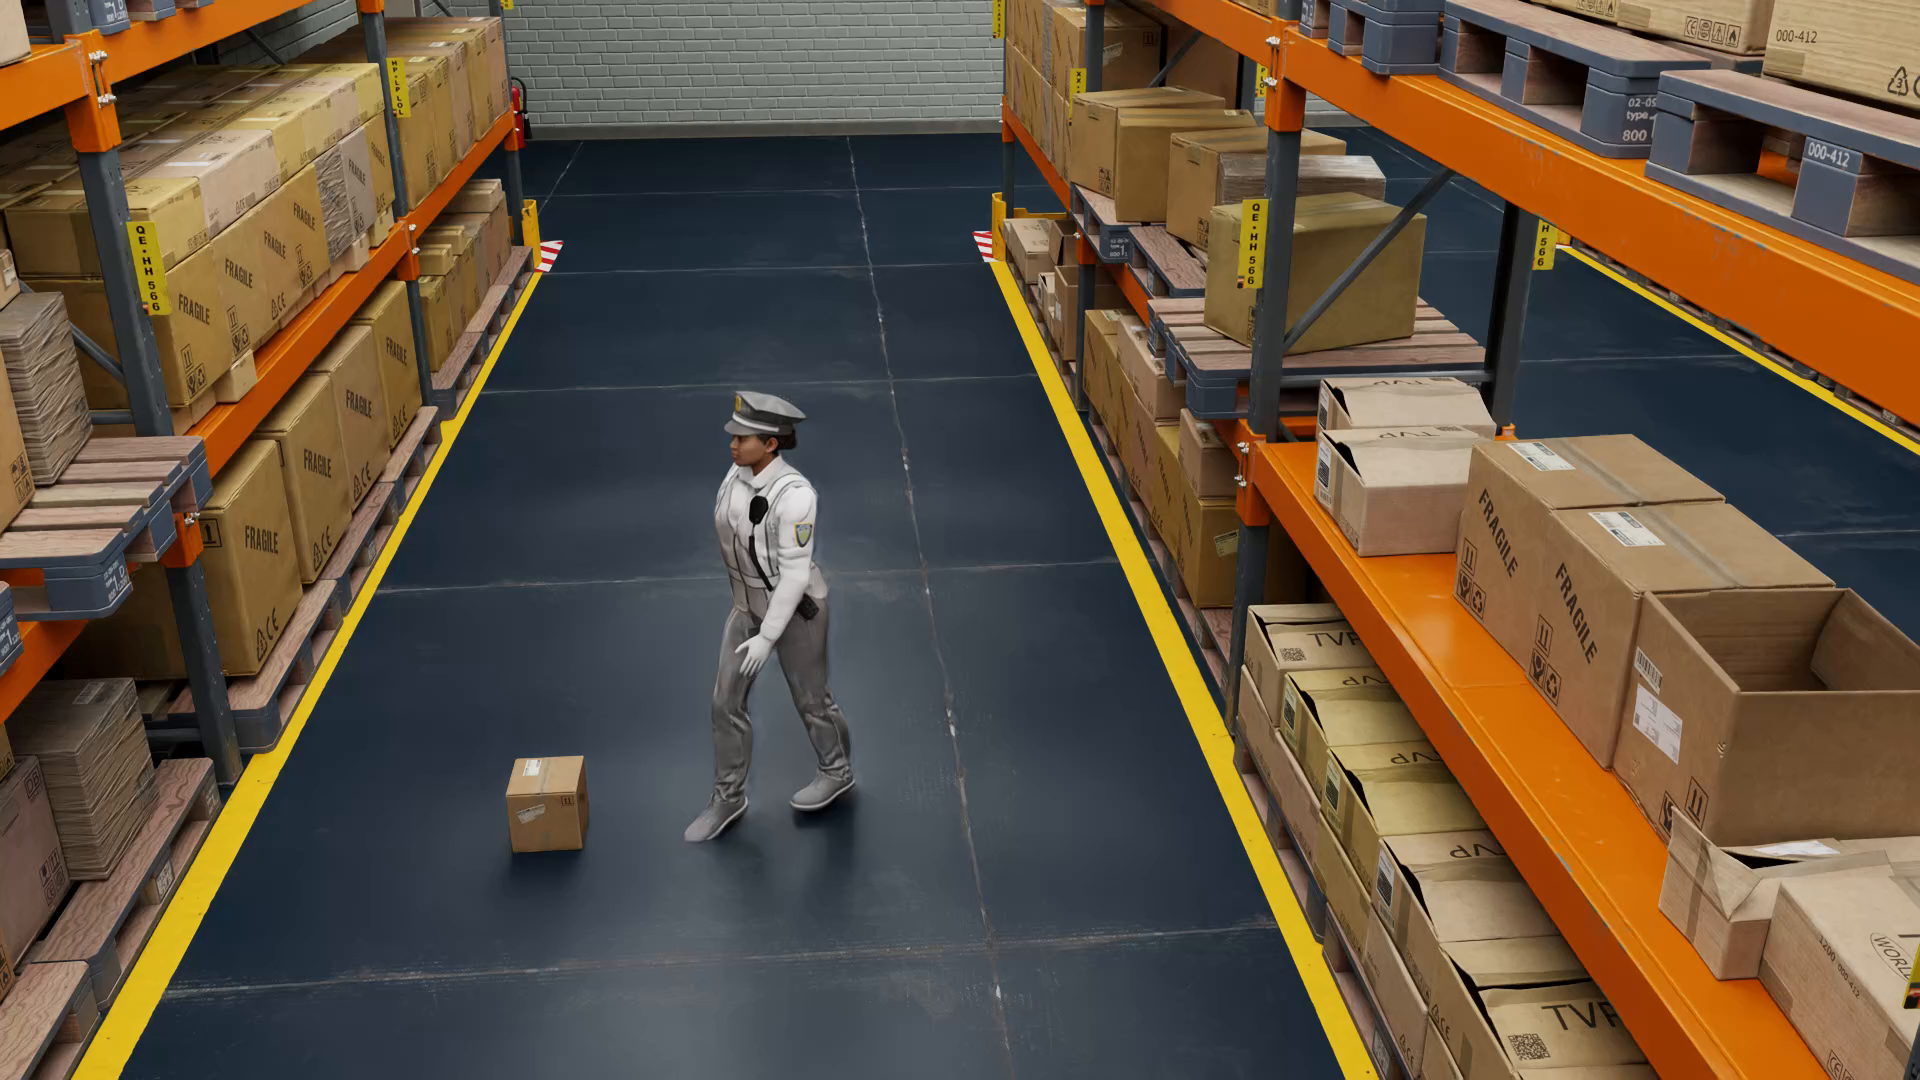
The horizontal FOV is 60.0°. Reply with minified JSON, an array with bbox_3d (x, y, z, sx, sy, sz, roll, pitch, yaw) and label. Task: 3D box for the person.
[{"bbox_3d":[-0.714,0.285,5.957,0.666,1.721,0.494,-21,31,-39],"label":"person"}]
